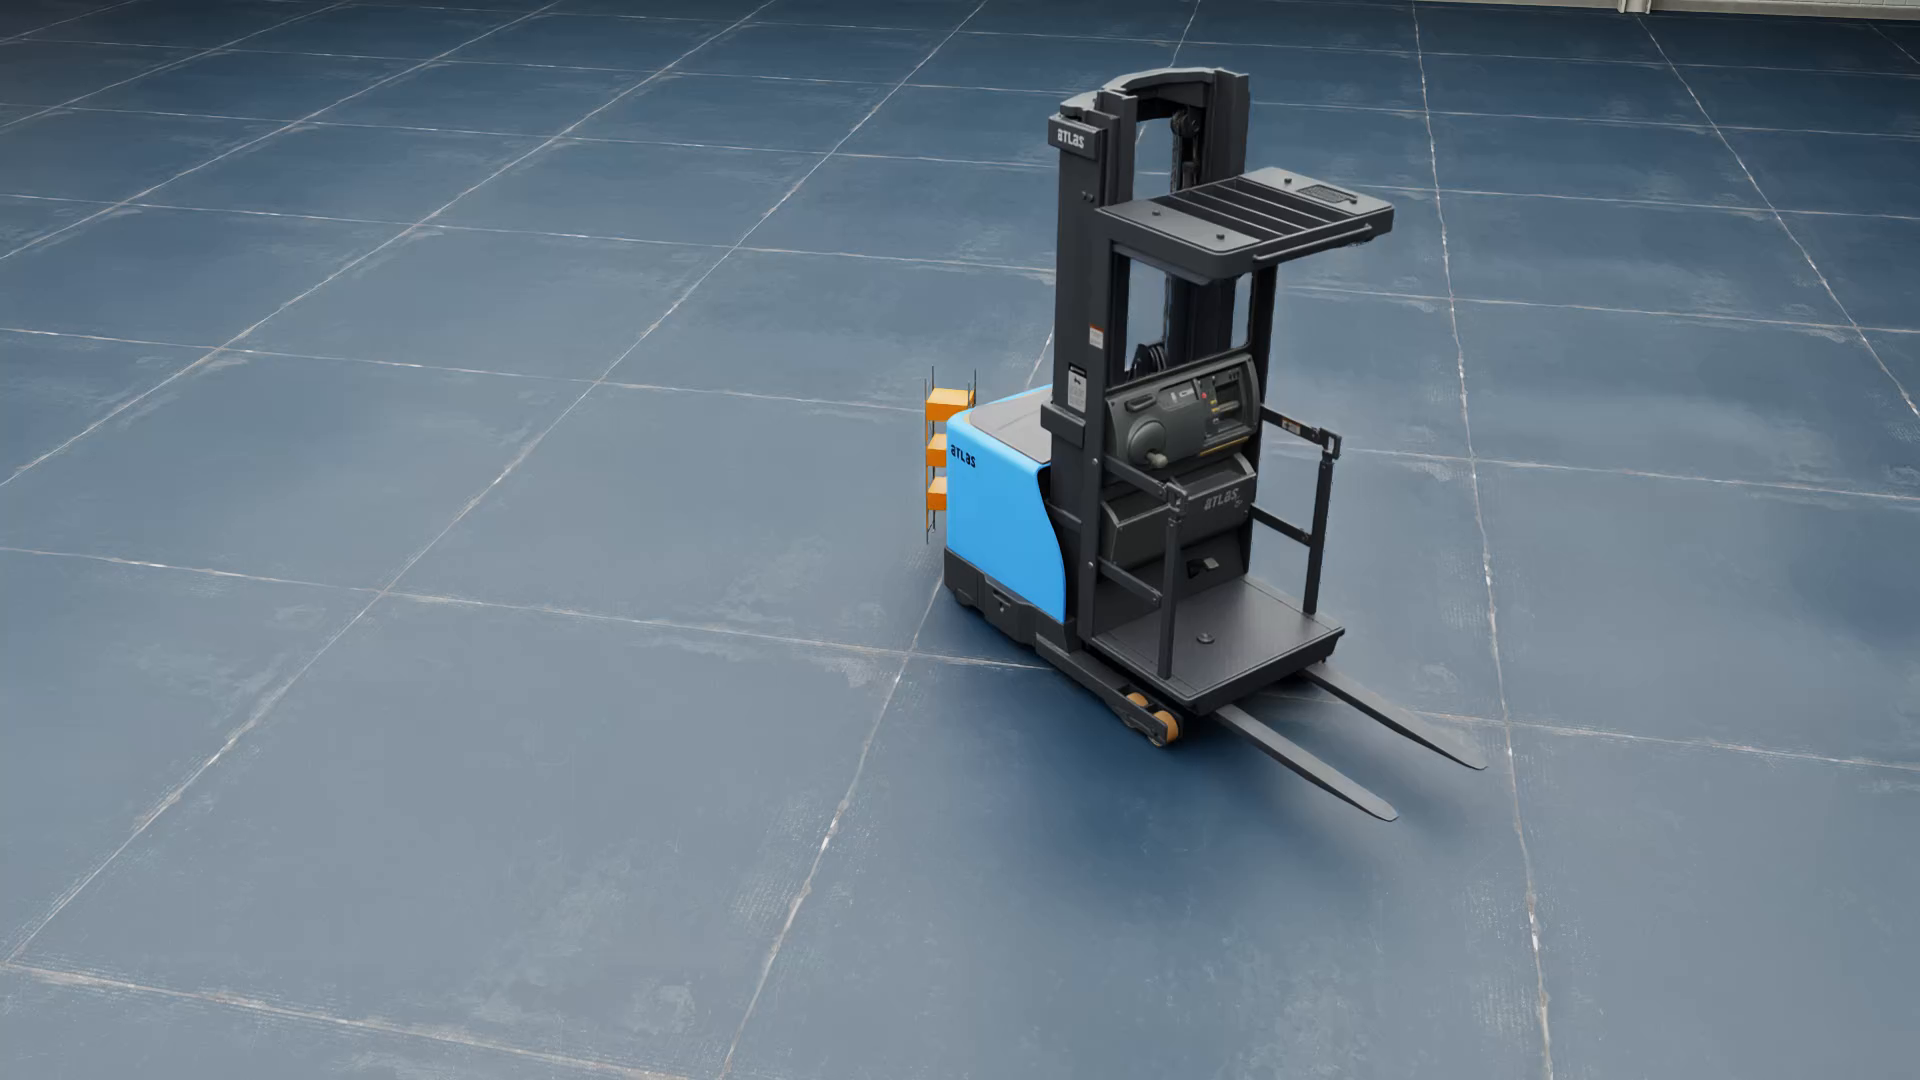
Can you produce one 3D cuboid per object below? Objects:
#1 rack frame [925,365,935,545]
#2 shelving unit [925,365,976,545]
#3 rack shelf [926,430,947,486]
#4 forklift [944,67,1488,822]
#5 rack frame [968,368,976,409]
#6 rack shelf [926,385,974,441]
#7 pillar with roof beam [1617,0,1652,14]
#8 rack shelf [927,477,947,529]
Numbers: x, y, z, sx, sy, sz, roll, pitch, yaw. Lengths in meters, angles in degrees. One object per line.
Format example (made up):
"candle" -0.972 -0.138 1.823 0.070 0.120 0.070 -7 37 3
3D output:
"rack frame" -0.172 -0.478 9.530 0.008 1.050 0.200 6 29 11
"shelving unit" -0.052 -0.466 9.508 0.252 1.050 0.215 6 29 11
"rack shelf" -0.052 -0.457 9.513 0.240 0.259 0.215 6 29 11
"forklift" 1.195 -0.568 7.735 1.130 2.935 3.031 -20 34 -32
"rack frame" 0.067 -0.454 9.485 0.008 1.050 0.200 6 29 11
"rack shelf" -0.052 -0.705 9.377 0.240 0.259 0.215 6 29 11
"pillar with roof beam" 8.529 -9.336 17.433 0.400 9.000 9.100 6 29 11
"rack shelf" -0.052 -0.213 9.646 0.240 0.259 0.215 6 29 11
